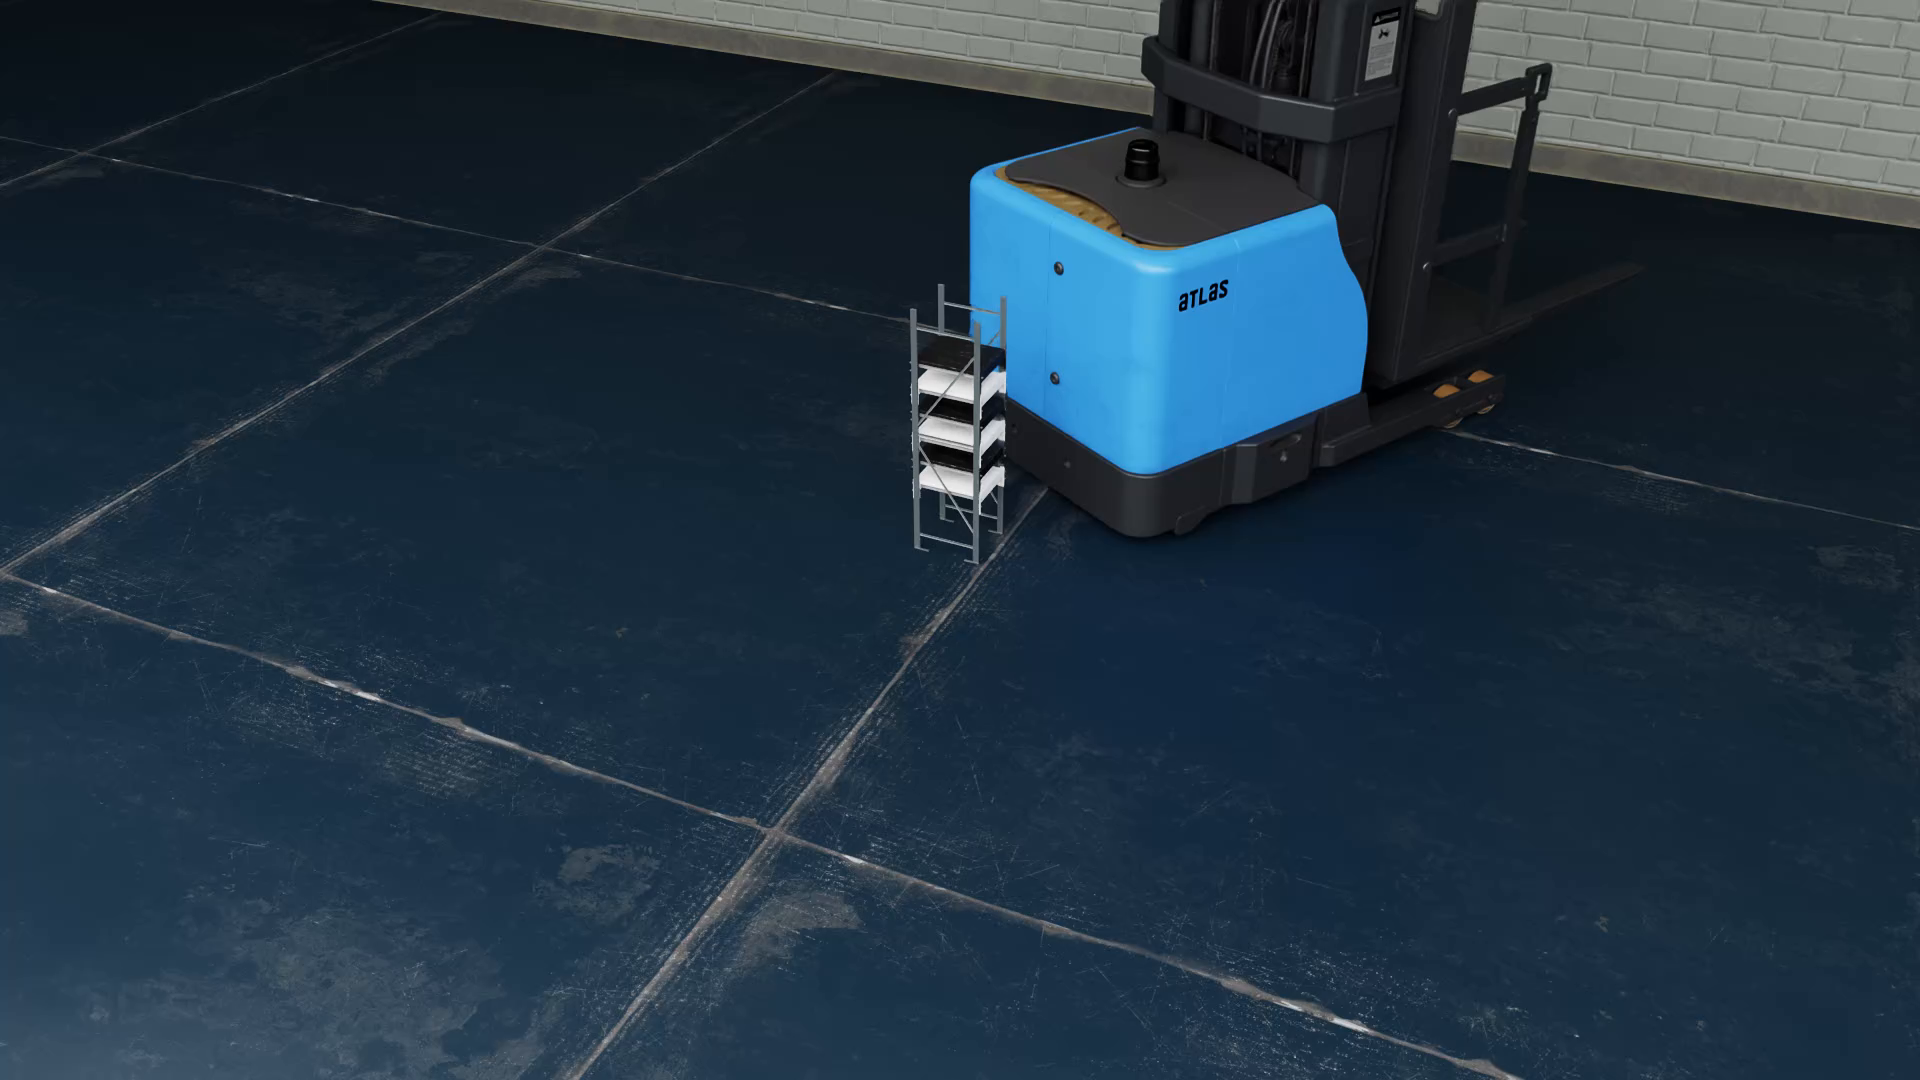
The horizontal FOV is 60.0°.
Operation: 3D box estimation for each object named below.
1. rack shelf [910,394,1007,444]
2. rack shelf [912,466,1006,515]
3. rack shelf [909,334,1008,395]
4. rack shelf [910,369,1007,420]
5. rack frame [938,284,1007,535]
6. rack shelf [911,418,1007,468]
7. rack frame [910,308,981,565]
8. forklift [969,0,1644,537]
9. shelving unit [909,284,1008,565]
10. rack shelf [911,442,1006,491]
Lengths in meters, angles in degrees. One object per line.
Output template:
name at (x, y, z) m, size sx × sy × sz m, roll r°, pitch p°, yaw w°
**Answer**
rack shelf at (-0.003, -0.420, 5.466) m, size 0.258 × 0.077 × 0.200 m, roll 14°, pitch 36°, yaw 20°
rack shelf at (-0.003, -0.194, 5.614) m, size 0.258 × 0.077 × 0.200 m, roll 14°, pitch 36°, yaw 20°
rack shelf at (-0.003, -0.570, 5.367) m, size 0.258 × 0.077 × 0.200 m, roll 14°, pitch 36°, yaw 20°
rack shelf at (-0.003, -0.495, 5.417) m, size 0.258 × 0.077 × 0.200 m, roll 14°, pitch 36°, yaw 20°
rack frame at (0.039, -0.423, 5.574) m, size 0.240 × 0.900 × 0.006 m, roll 14°, pitch 36°, yaw 20°
rack shelf at (-0.003, -0.344, 5.515) m, size 0.258 × 0.077 × 0.200 m, roll 14°, pitch 36°, yaw 20°
rack frame at (-0.046, -0.322, 5.420) m, size 0.240 × 0.900 × 0.006 m, roll 14°, pitch 36°, yaw 20°
forklift at (1.512, -1.870, 5.928) m, size 3.031 × 2.935 × 1.130 m, roll -22°, pitch 39°, yaw -29°
shelving unit at (-0.003, -0.372, 5.497) m, size 0.258 × 0.900 × 0.210 m, roll 14°, pitch 36°, yaw 20°
rack shelf at (-0.003, -0.269, 5.565) m, size 0.258 × 0.077 × 0.200 m, roll 14°, pitch 36°, yaw 20°
